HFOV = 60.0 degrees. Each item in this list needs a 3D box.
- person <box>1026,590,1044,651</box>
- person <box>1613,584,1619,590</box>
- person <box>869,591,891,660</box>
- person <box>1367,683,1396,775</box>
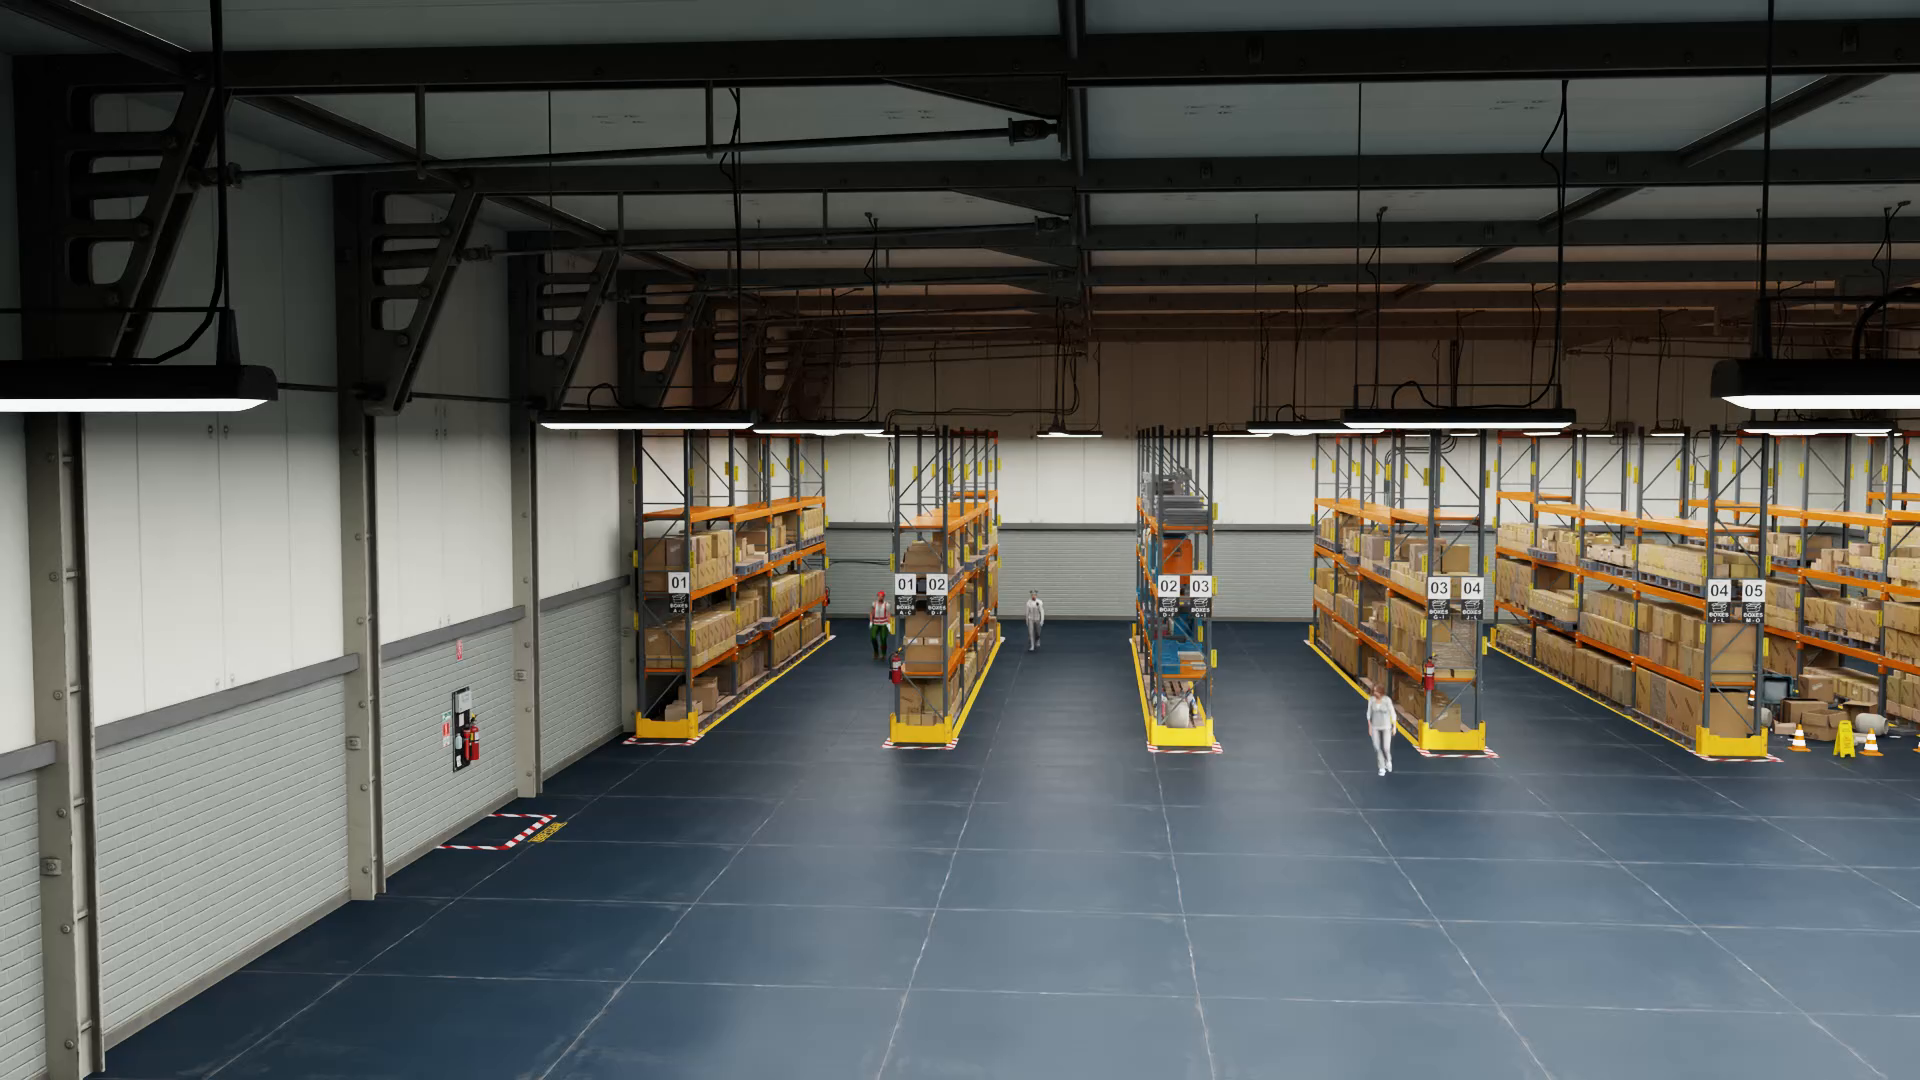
[{"bbox_3d":[2.053,2.162,45.360,0.487,1.640,0.872,0,3,3],"label":"person"},{"bbox_3d":[18.653,2.042,47.059,0.986,1.684,0.539,0,3,2],"label":"person"},{"bbox_3d":[-2.080,2.226,43.290,0.612,1.807,0.510,1,4,12],"label":"person"},{"bbox_3d":[7.220,3.230,28.465,0.498,1.579,0.455,2,4,27],"label":"person"}]
